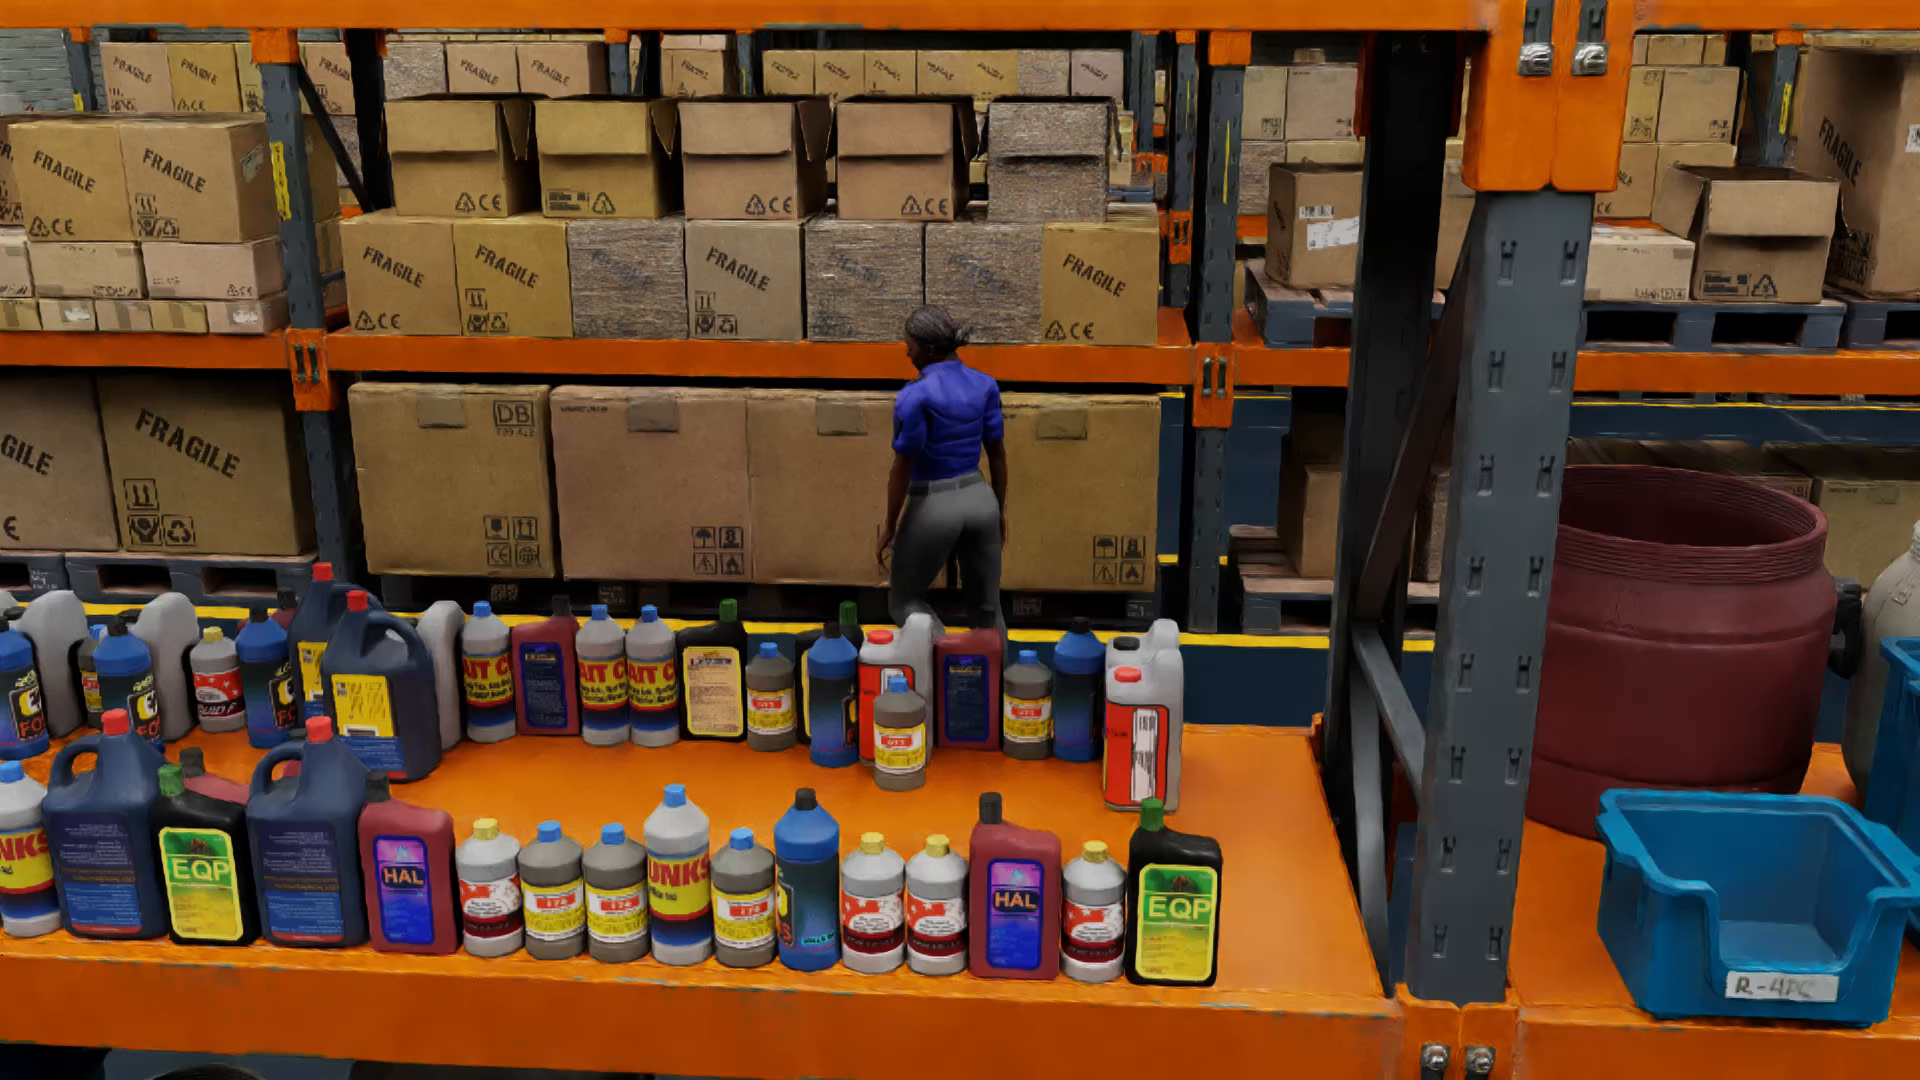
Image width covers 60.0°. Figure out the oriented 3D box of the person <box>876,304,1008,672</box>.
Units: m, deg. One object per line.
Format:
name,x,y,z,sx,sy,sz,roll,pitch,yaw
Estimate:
person,-0.007,-0.064,6.233,0.549,1.639,0.475,-9,20,-26
